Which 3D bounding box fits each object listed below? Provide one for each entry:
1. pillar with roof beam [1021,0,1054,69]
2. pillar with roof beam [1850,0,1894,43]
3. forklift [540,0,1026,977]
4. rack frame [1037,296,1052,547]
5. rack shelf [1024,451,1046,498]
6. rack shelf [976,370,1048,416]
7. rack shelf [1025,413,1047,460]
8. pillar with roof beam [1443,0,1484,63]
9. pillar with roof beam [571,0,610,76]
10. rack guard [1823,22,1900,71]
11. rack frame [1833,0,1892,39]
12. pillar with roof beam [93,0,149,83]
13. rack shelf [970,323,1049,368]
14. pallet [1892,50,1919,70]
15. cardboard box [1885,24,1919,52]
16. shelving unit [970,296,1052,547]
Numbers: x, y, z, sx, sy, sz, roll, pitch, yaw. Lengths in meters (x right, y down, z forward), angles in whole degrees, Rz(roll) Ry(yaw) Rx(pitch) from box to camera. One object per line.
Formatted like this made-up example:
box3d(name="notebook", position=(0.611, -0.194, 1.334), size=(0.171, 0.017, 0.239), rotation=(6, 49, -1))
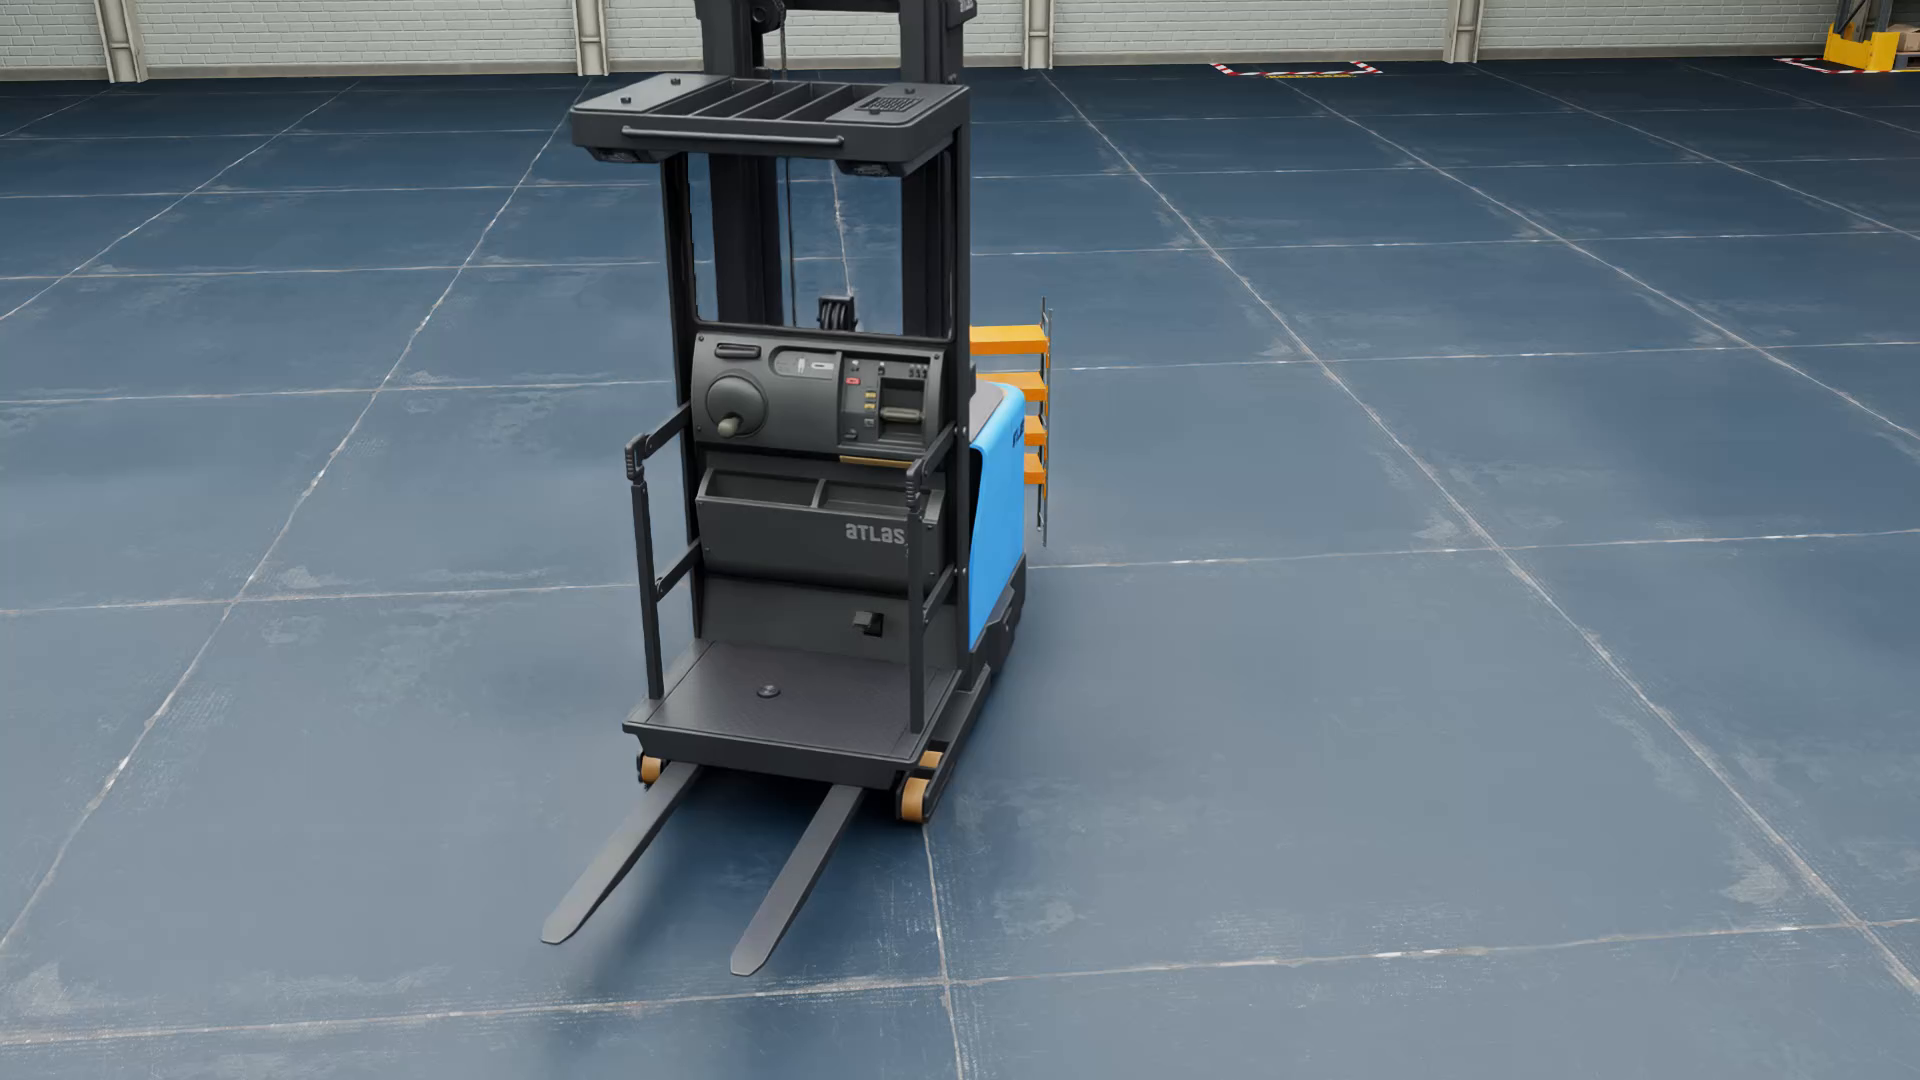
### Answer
box3d(name="pillar with roof beam", position=(1.481, -8.873, 17.133), size=(0.400, 9.000, 9.100), rotation=(-2, 24, -5))
box3d(name="pillar with roof beam", position=(13.423, -9.352, 18.211), size=(0.400, 9.000, 9.100), rotation=(-2, 24, -5))
box3d(name="forklift", position=(-0.565, -0.494, 5.754), size=(1.130, 2.935, 3.031), rotation=(6, 25, 13))
box3d(name="rack frame", position=(0.408, -0.565, 8.043), size=(0.015, 1.200, 0.240), rotation=(-2, 24, -5))
box3d(name="rack shelf", position=(0.165, -0.312, 8.129), size=(0.480, 0.148, 0.258), rotation=(-2, 24, -5))
box3d(name="rack shelf", position=(0.165, -0.698, 7.958), size=(0.480, 0.148, 0.258), rotation=(-2, 24, -5))
box3d(name="rack shelf", position=(0.165, -0.493, 8.048), size=(0.480, 0.148, 0.258), rotation=(-2, 24, -5))
box3d(name="pillar with roof beam", position=(7.452, -9.112, 17.672), size=(0.400, 9.000, 9.100), rotation=(-2, 24, -5))
box3d(name="pillar with roof beam", position=(-4.490, -8.633, 16.595), size=(0.400, 9.000, 9.100), rotation=(-2, 24, -5))
box3d(name="rack guard", position=(12.464, -6.834, 23.010), size=(0.348, 0.500, 1.175), rotation=(-2, 24, -5))
box3d(name="rack frame", position=(12.388, -7.973, 22.495), size=(0.127, 3.000, 1.000), rotation=(-2, 24, -5))
box3d(name="pillar with roof beam", position=(-10.461, -8.394, 16.056), size=(0.400, 9.000, 9.100), rotation=(-2, 24, -5))
box3d(name="rack shelf", position=(0.165, -0.914, 7.862), size=(0.480, 0.148, 0.258), rotation=(-2, 24, -5))
box3d(name="pallet", position=(13.276, -6.720, 23.109), size=(1.213, 0.211, 1.003), rotation=(-2, 24, -5))
box3d(name="cardboard box", position=(13.086, -6.937, 22.932), size=(0.500, 0.311, 0.500), rotation=(-5, 24, -11))
box3d(name="shelving unit", position=(0.165, -0.555, 8.021), size=(0.503, 1.200, 0.258), rotation=(-2, 24, -5))
